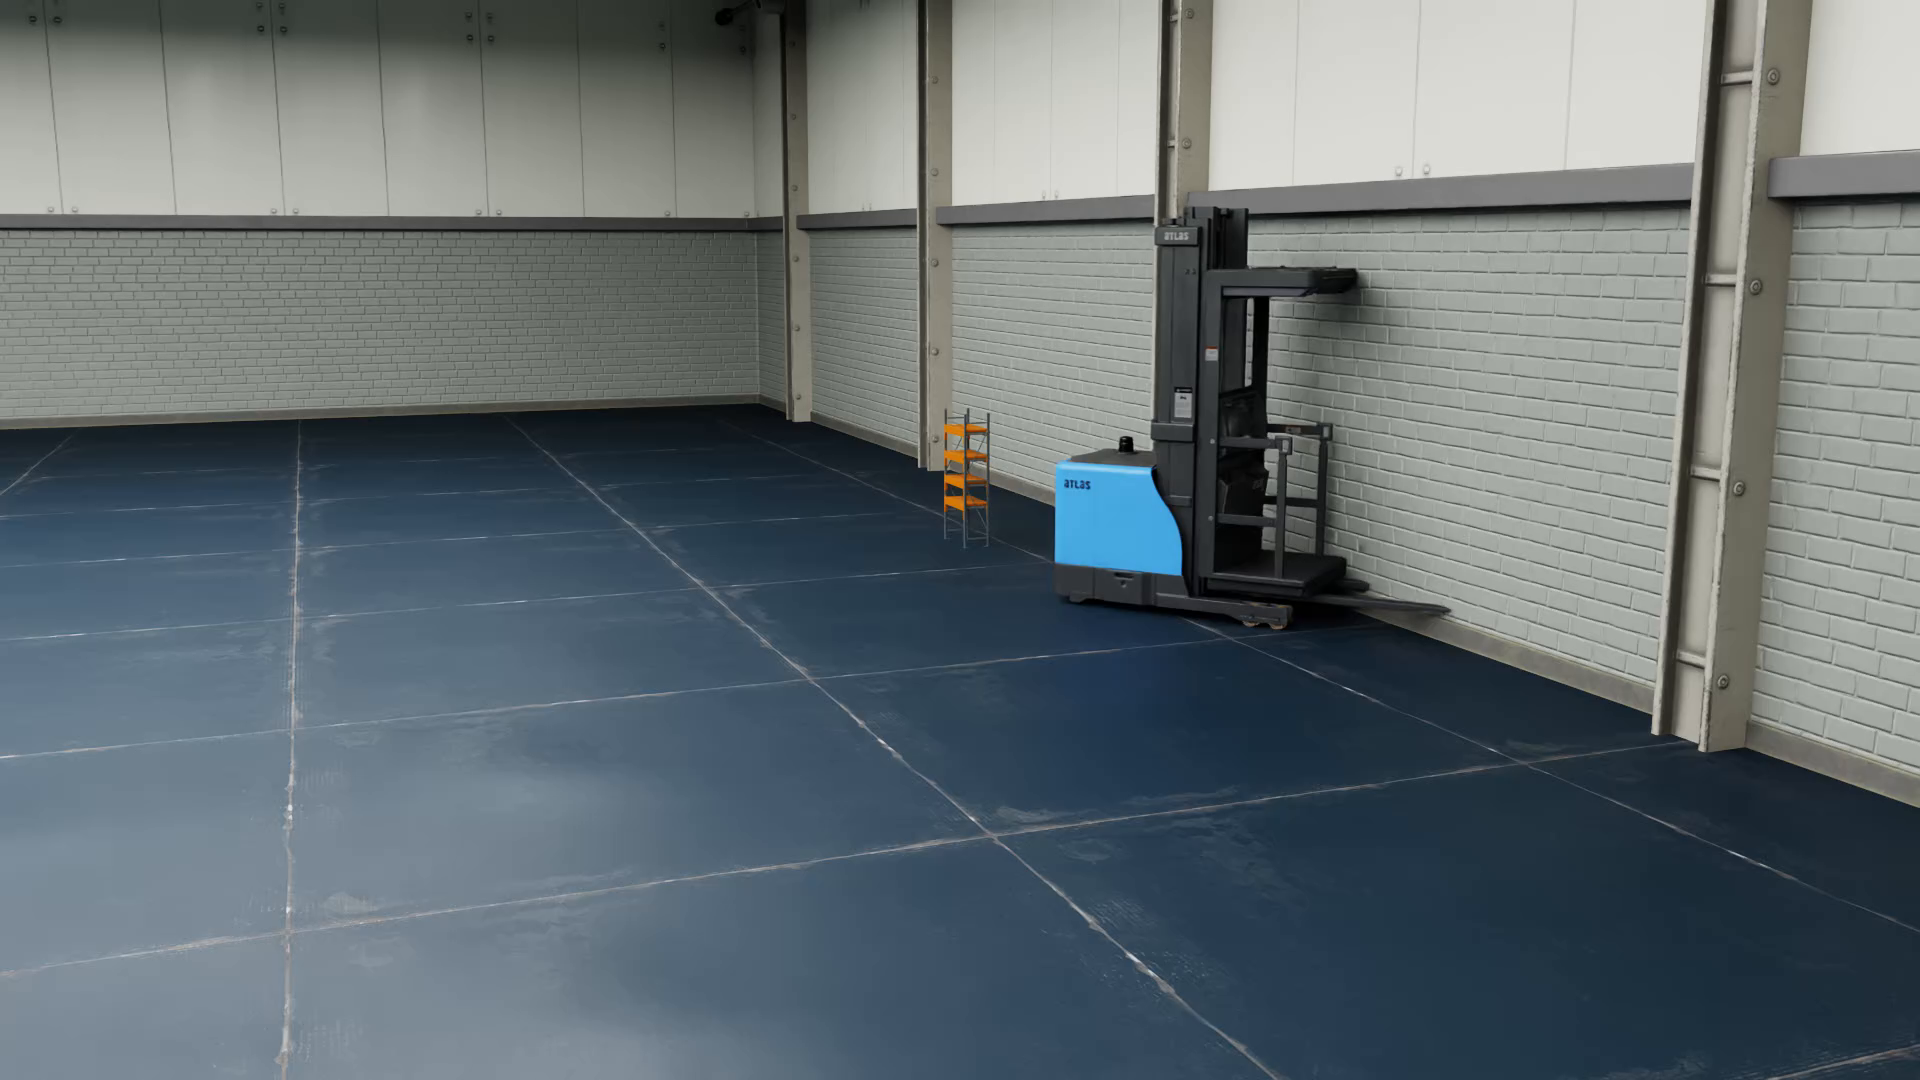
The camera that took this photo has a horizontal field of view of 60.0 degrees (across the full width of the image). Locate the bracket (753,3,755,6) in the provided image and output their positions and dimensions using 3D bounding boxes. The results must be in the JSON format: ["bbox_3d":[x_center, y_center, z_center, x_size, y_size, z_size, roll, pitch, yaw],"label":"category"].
[{"bbox_3d":[-2.954,-8.094,24.777,0.235,0.232,0.430,-4,11,-21],"label":"bracket"}]

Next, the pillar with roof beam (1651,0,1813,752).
[{"bbox_3d":[0.037,-3.065,6.785,9.100,9.000,0.400,-4,11,-21],"label":"pillar with roof beam"}]

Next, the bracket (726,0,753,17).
[{"bbox_3d":[-3.599,-8.384,26.410,0.076,0.066,3.189,-4,11,-21],"label":"bracket"}]

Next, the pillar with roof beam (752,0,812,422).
[{"bbox_3d":[-6.486,-6.003,23.303,9.100,9.000,0.548,-4,11,-21],"label":"pillar with roof beam"}]

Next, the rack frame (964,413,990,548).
[{"bbox_3d":[0.148,-0.524,14.769,0.240,1.200,0.015,-4,11,-21],"label":"rack frame"}]

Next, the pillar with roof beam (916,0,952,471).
[{"bbox_3d":[-4.311,-5.024,17.797,9.100,9.000,0.400,-4,11,-21],"label":"pillar with roof beam"}]

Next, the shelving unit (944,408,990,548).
[{"bbox_3d":[0.060,-0.564,14.993,0.258,1.200,0.503,-4,11,-21],"label":"shelving unit"}]

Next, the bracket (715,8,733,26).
[{"bbox_3d":[-3.813,-8.480,26.952,0.235,0.232,0.430,-4,11,-21],"label":"bracket"}]

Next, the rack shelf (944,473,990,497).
[{"bbox_3d":[0.060,-0.497,15.005,0.258,0.148,0.480,-4,11,-21],"label":"rack shelf"}]

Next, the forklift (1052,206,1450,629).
[{"bbox_3d":[2.243,-0.920,12.052,3.031,2.935,1.130,5,11,28],"label":"forklift"}]

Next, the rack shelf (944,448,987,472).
[{"bbox_3d":[0.060,-0.718,14.966,0.258,0.148,0.480,-4,11,-21],"label":"rack shelf"}]

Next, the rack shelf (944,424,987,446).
[{"bbox_3d":[0.060,-0.951,14.924,0.258,0.148,0.480,-4,11,-21],"label":"rack shelf"}]

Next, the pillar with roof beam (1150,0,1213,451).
[{"bbox_3d":[-2.137,-4.044,12.291,9.100,9.000,0.400,-4,11,-21],"label":"pillar with roof beam"}]

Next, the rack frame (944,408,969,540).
[{"bbox_3d":[-0.028,-0.604,15.217,0.240,1.200,0.015,-4,11,-21],"label":"rack frame"}]

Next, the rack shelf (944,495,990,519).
[{"bbox_3d":[0.060,-0.302,15.040,0.258,0.148,0.480,-4,11,-21],"label":"rack shelf"}]
